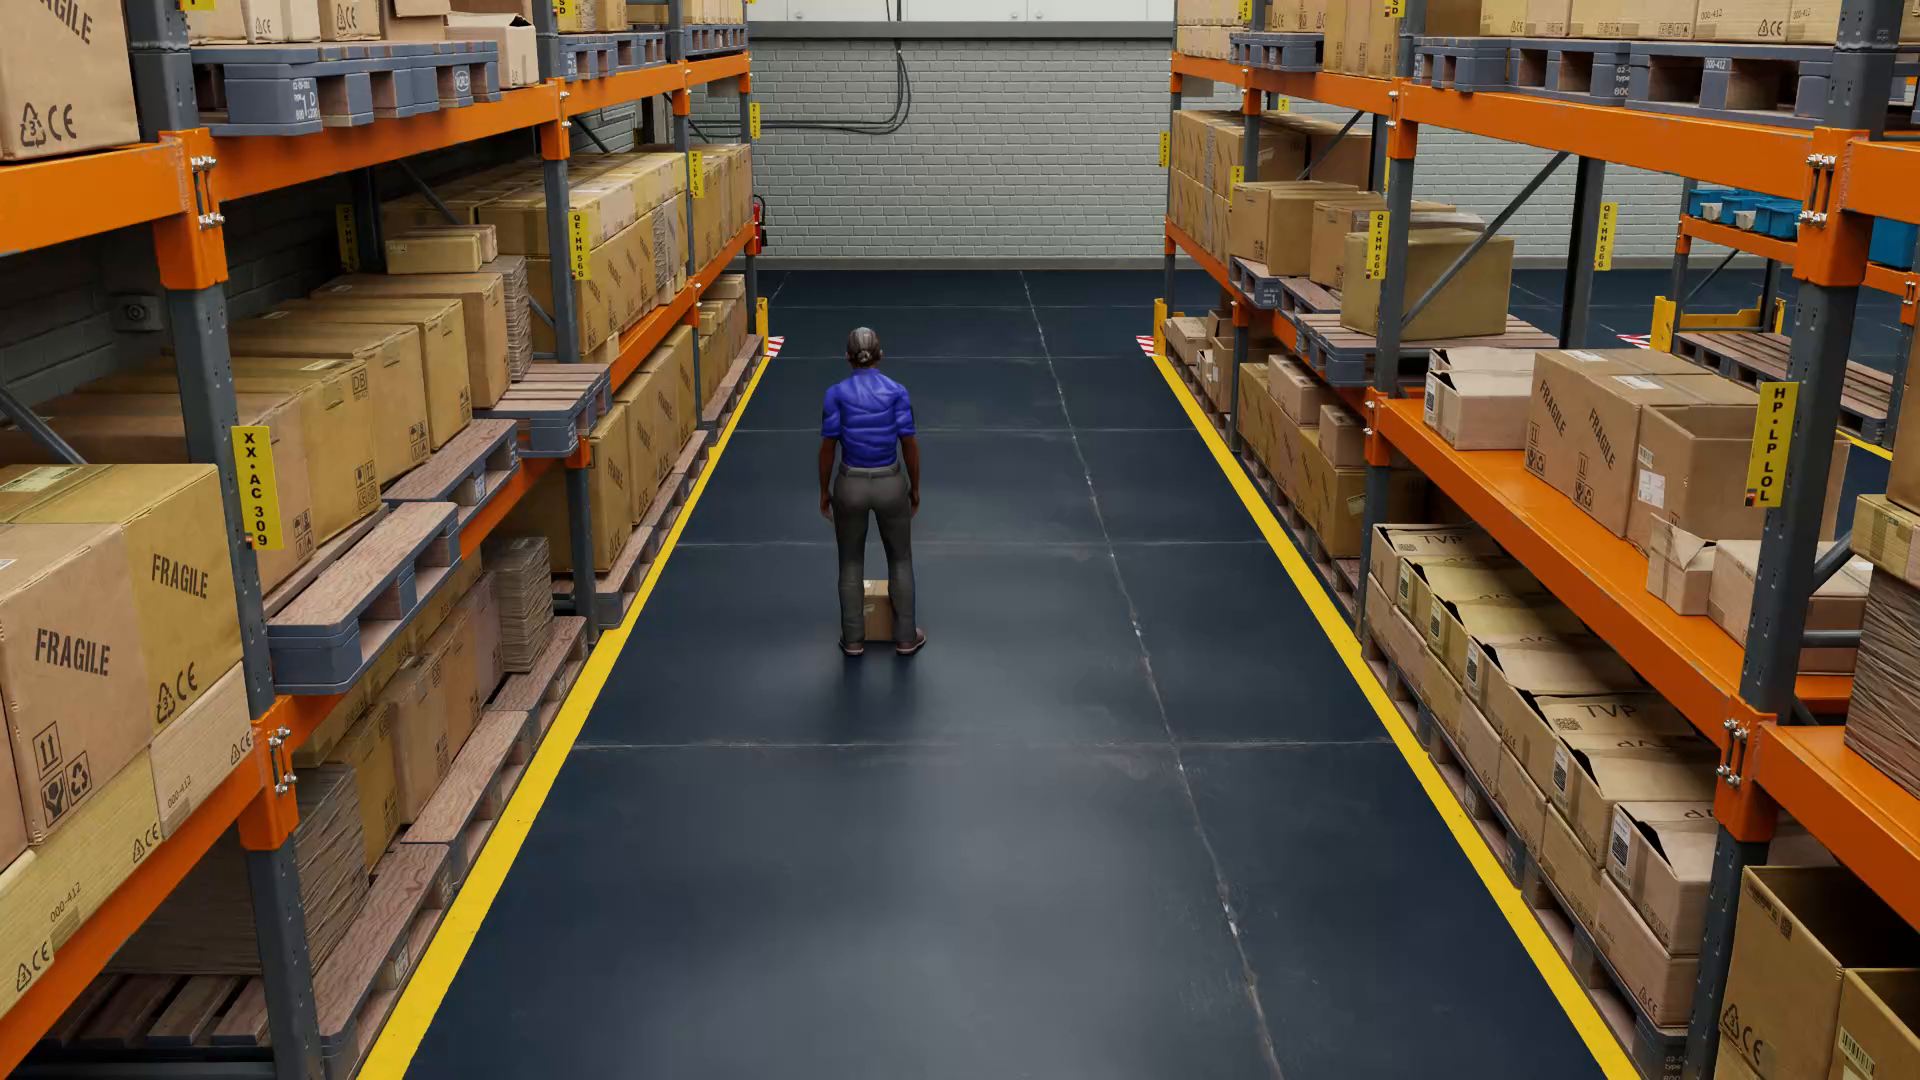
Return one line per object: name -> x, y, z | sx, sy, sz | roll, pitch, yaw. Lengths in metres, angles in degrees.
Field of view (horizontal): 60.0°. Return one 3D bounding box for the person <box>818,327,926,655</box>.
person -> -0.437, -0.233, 8.305 | 0.529, 1.656, 0.347 | -1, 17, -3
